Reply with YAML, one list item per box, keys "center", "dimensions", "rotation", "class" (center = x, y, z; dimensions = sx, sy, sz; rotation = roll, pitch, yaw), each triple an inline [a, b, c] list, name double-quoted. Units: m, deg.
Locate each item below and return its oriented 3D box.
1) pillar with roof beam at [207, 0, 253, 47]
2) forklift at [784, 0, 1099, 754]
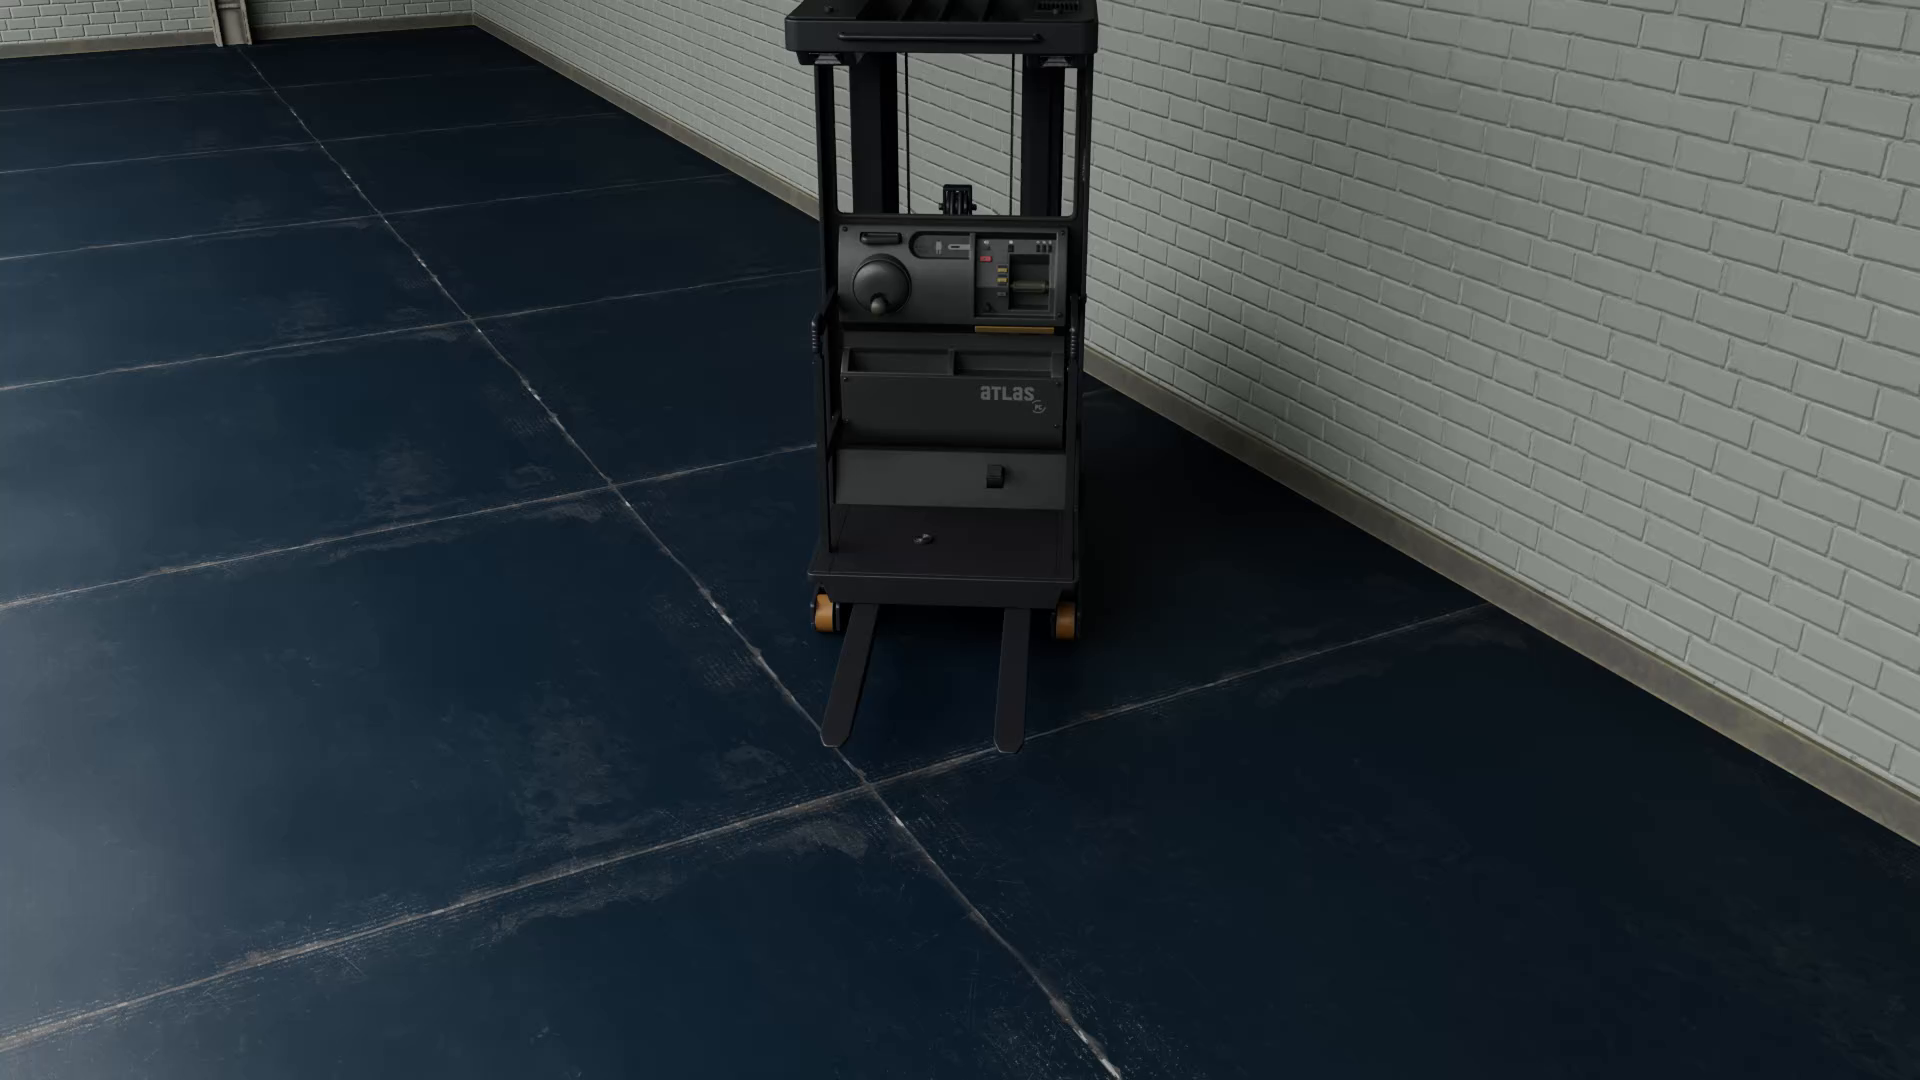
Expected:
- center: [-6.922, -8.532, 15.124]
  dimensions: [0.400, 9.000, 9.100]
  rotation: [-13, 29, -25]
  class: "pillar with roof beam"
- center: [-0.040, -1.052, 6.556]
  dimensions: [1.130, 2.935, 3.031]
  rotation: [2, 26, 3]
  class: "forklift"
